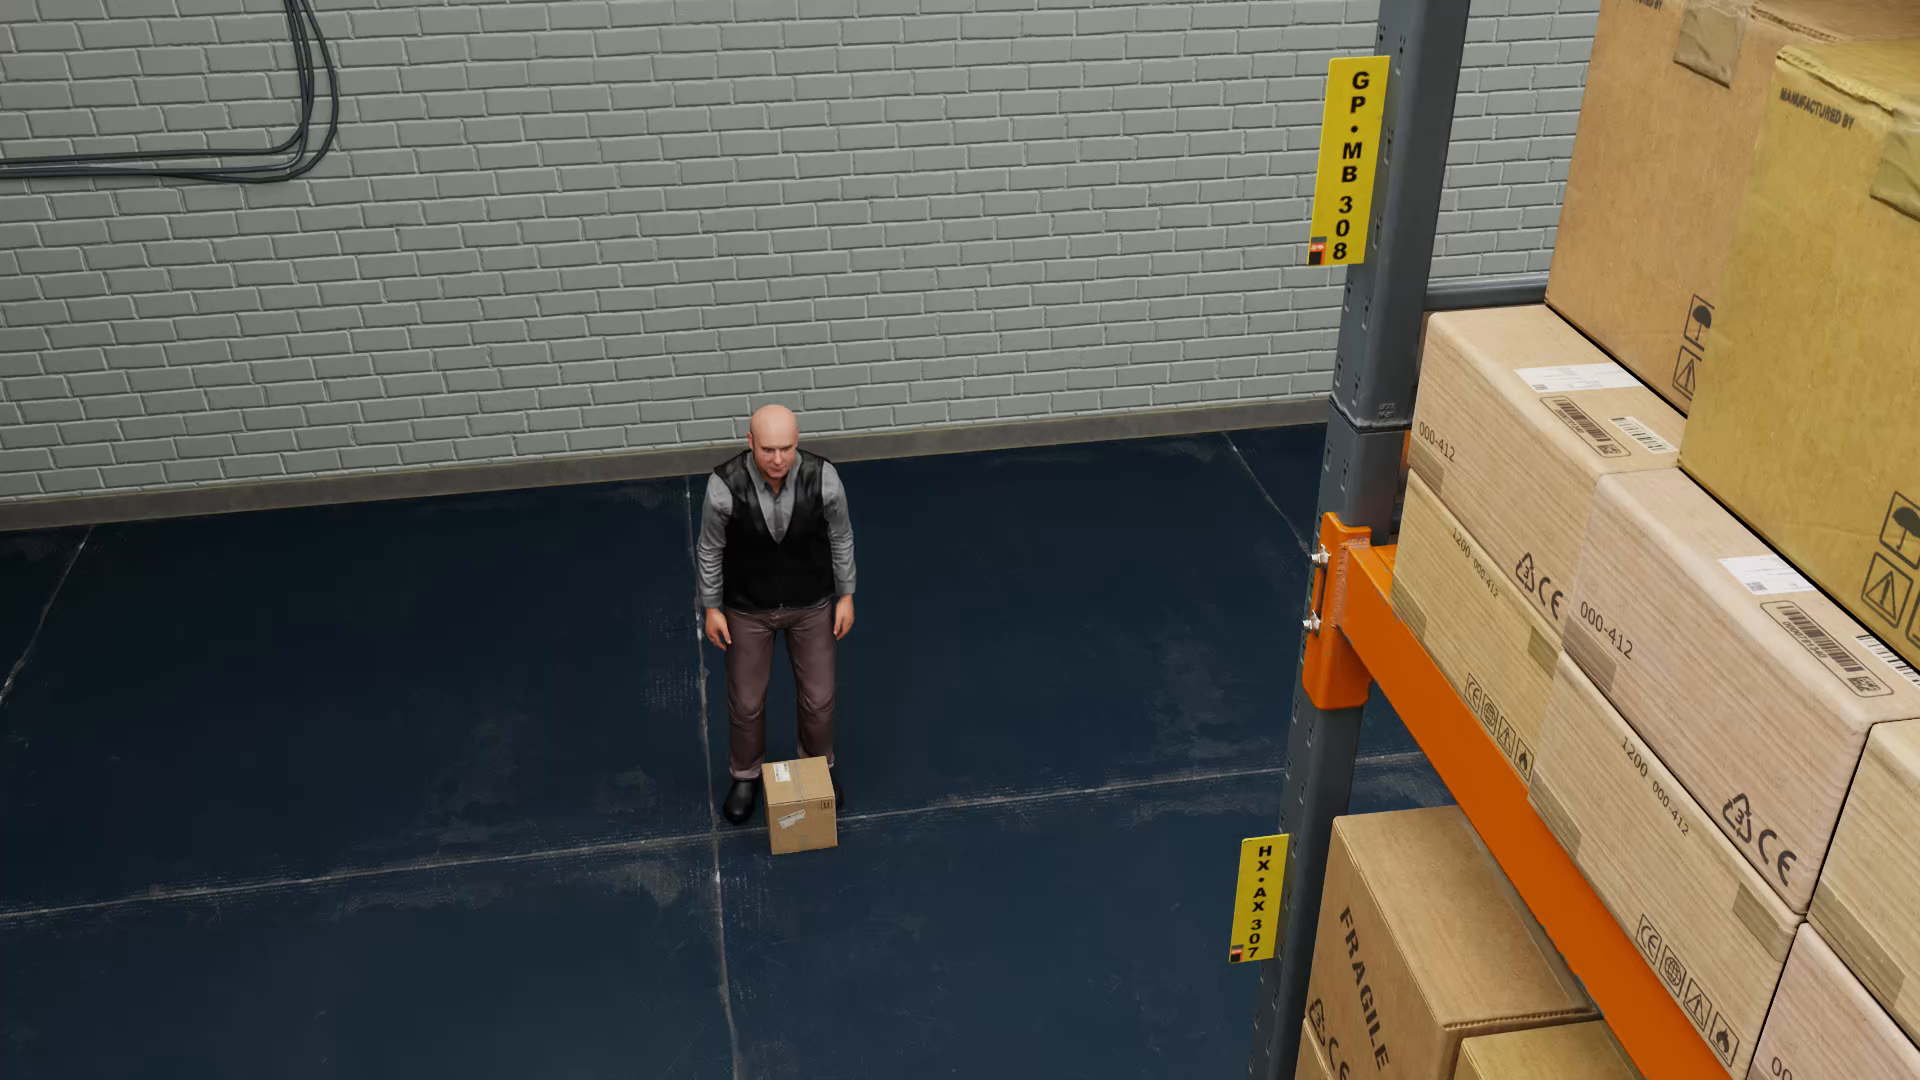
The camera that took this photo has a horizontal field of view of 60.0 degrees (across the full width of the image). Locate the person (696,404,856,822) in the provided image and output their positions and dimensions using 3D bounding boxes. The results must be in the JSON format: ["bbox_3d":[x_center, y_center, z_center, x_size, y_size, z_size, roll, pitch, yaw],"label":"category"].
[{"bbox_3d":[-0.678,0.244,6.239,0.580,1.721,0.414,-5,31,-9],"label":"person"}]
